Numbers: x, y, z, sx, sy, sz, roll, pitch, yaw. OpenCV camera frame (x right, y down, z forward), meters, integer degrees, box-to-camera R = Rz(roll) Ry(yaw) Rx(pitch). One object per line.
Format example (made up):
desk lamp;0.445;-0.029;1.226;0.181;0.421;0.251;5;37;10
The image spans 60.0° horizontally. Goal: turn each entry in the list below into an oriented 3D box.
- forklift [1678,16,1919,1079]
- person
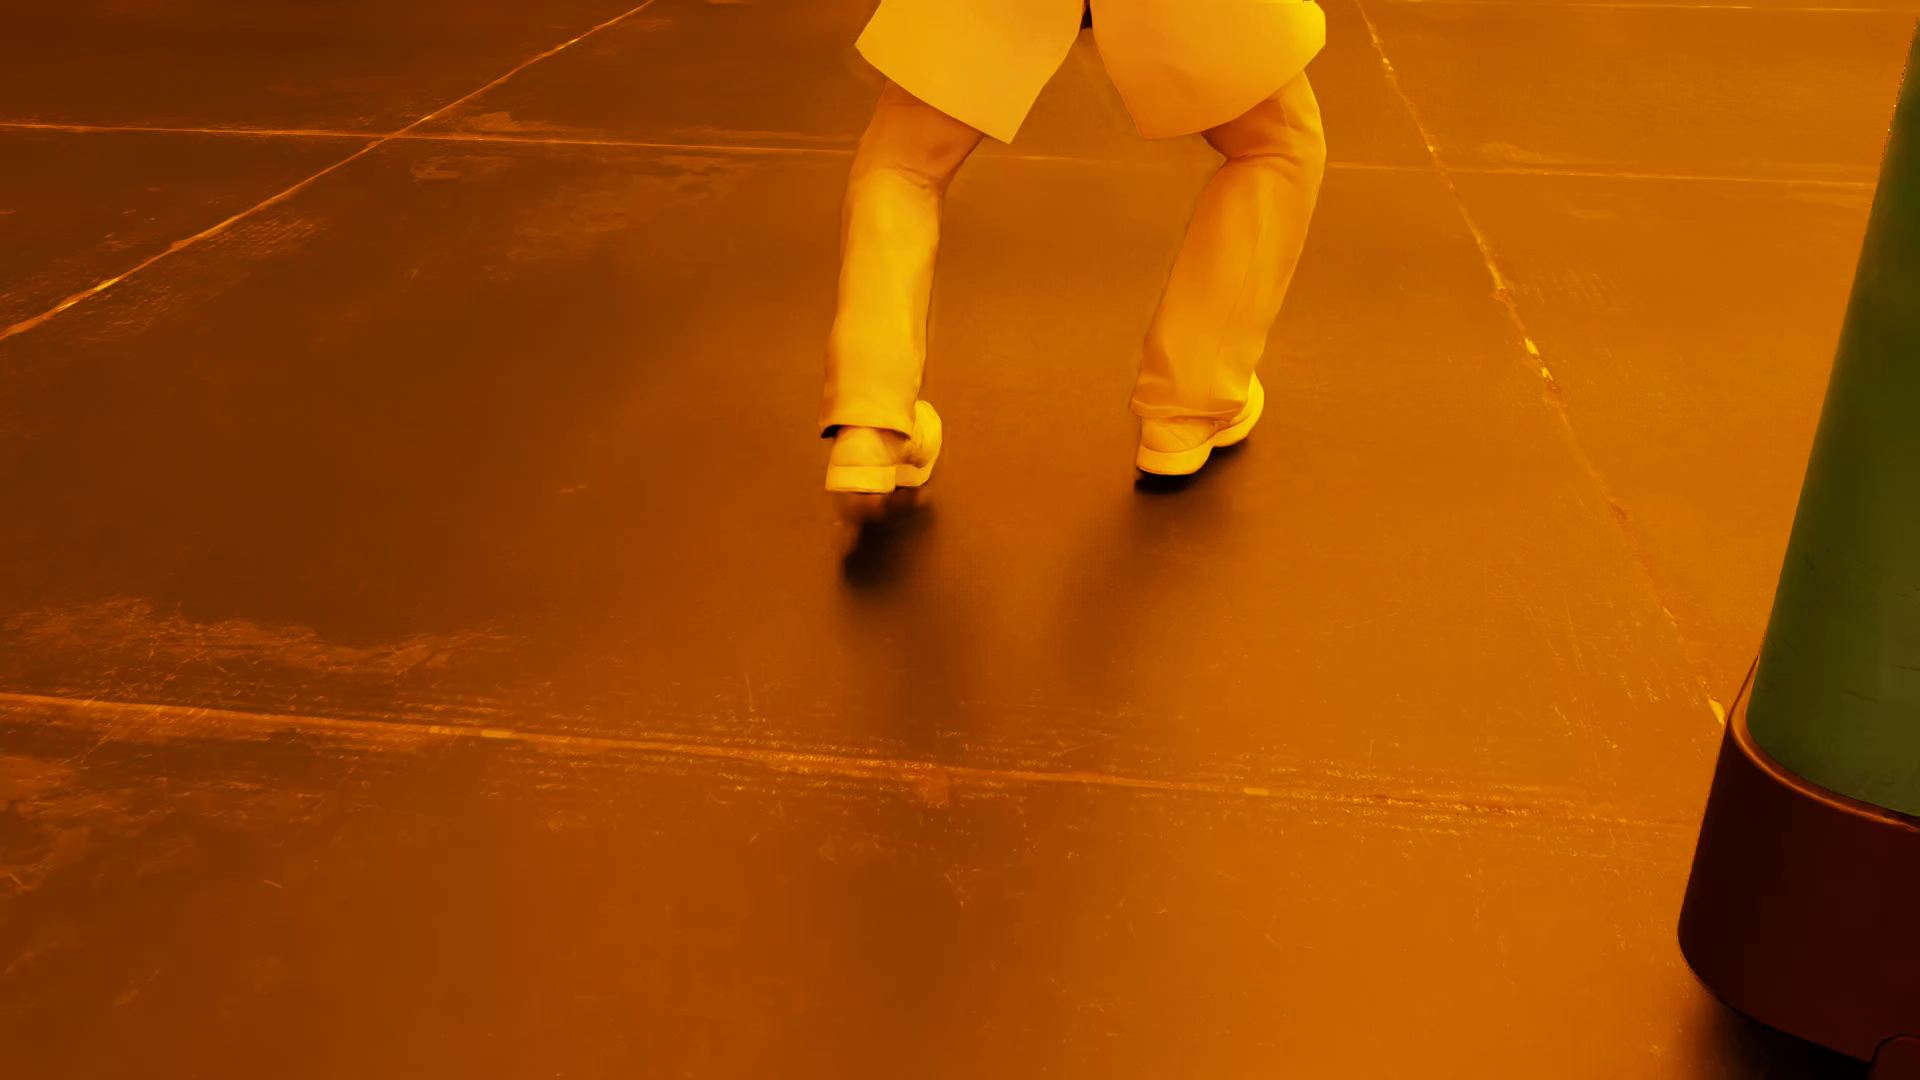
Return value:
forklift;2.185;-0.659;0.537;3.031;2.935;1.130;17;31;30
person;0.298;-0.845;2.418;0.970;1.559;0.896;3;27;6
